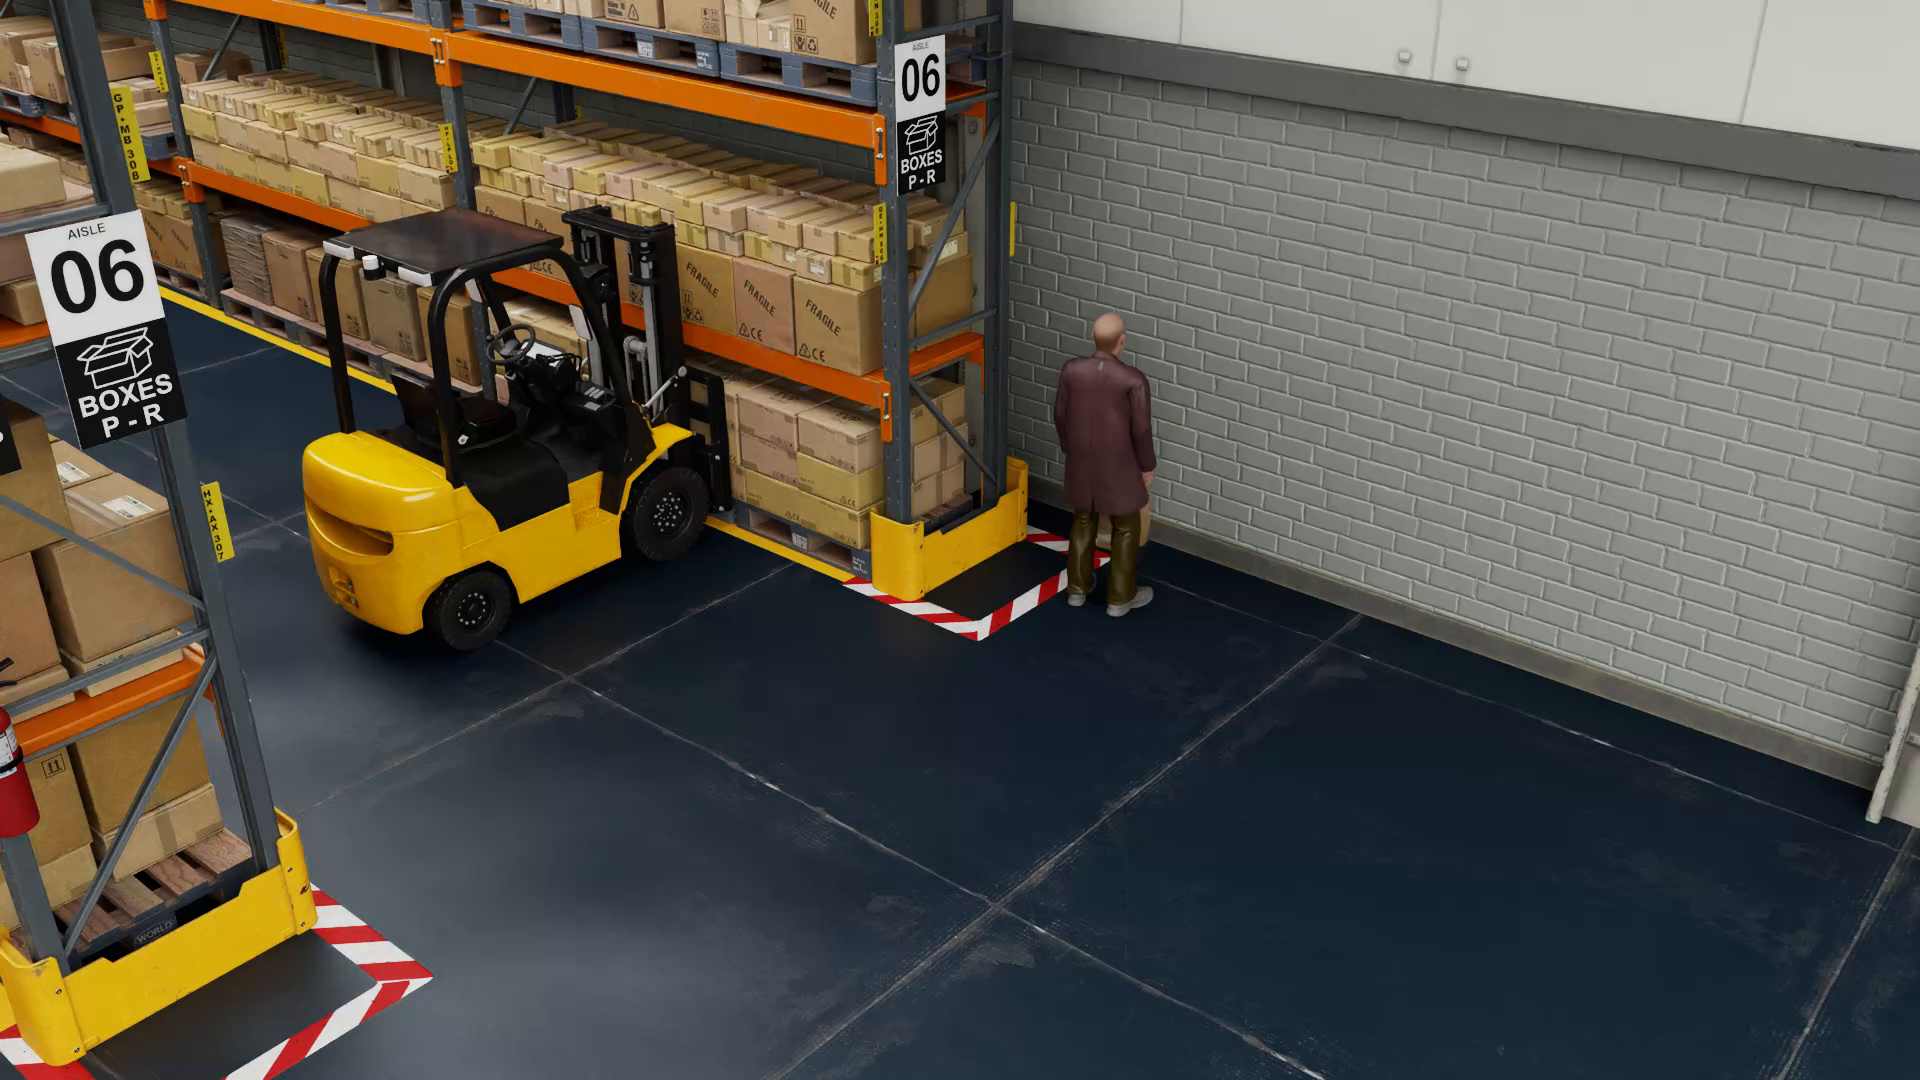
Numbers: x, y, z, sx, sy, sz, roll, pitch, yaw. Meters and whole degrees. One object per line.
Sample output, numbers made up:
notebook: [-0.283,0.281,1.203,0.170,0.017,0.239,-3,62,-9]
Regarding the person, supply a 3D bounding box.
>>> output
person: [0.824,-0.433,9.482,0.596,1.776,0.424,15,31,27]
